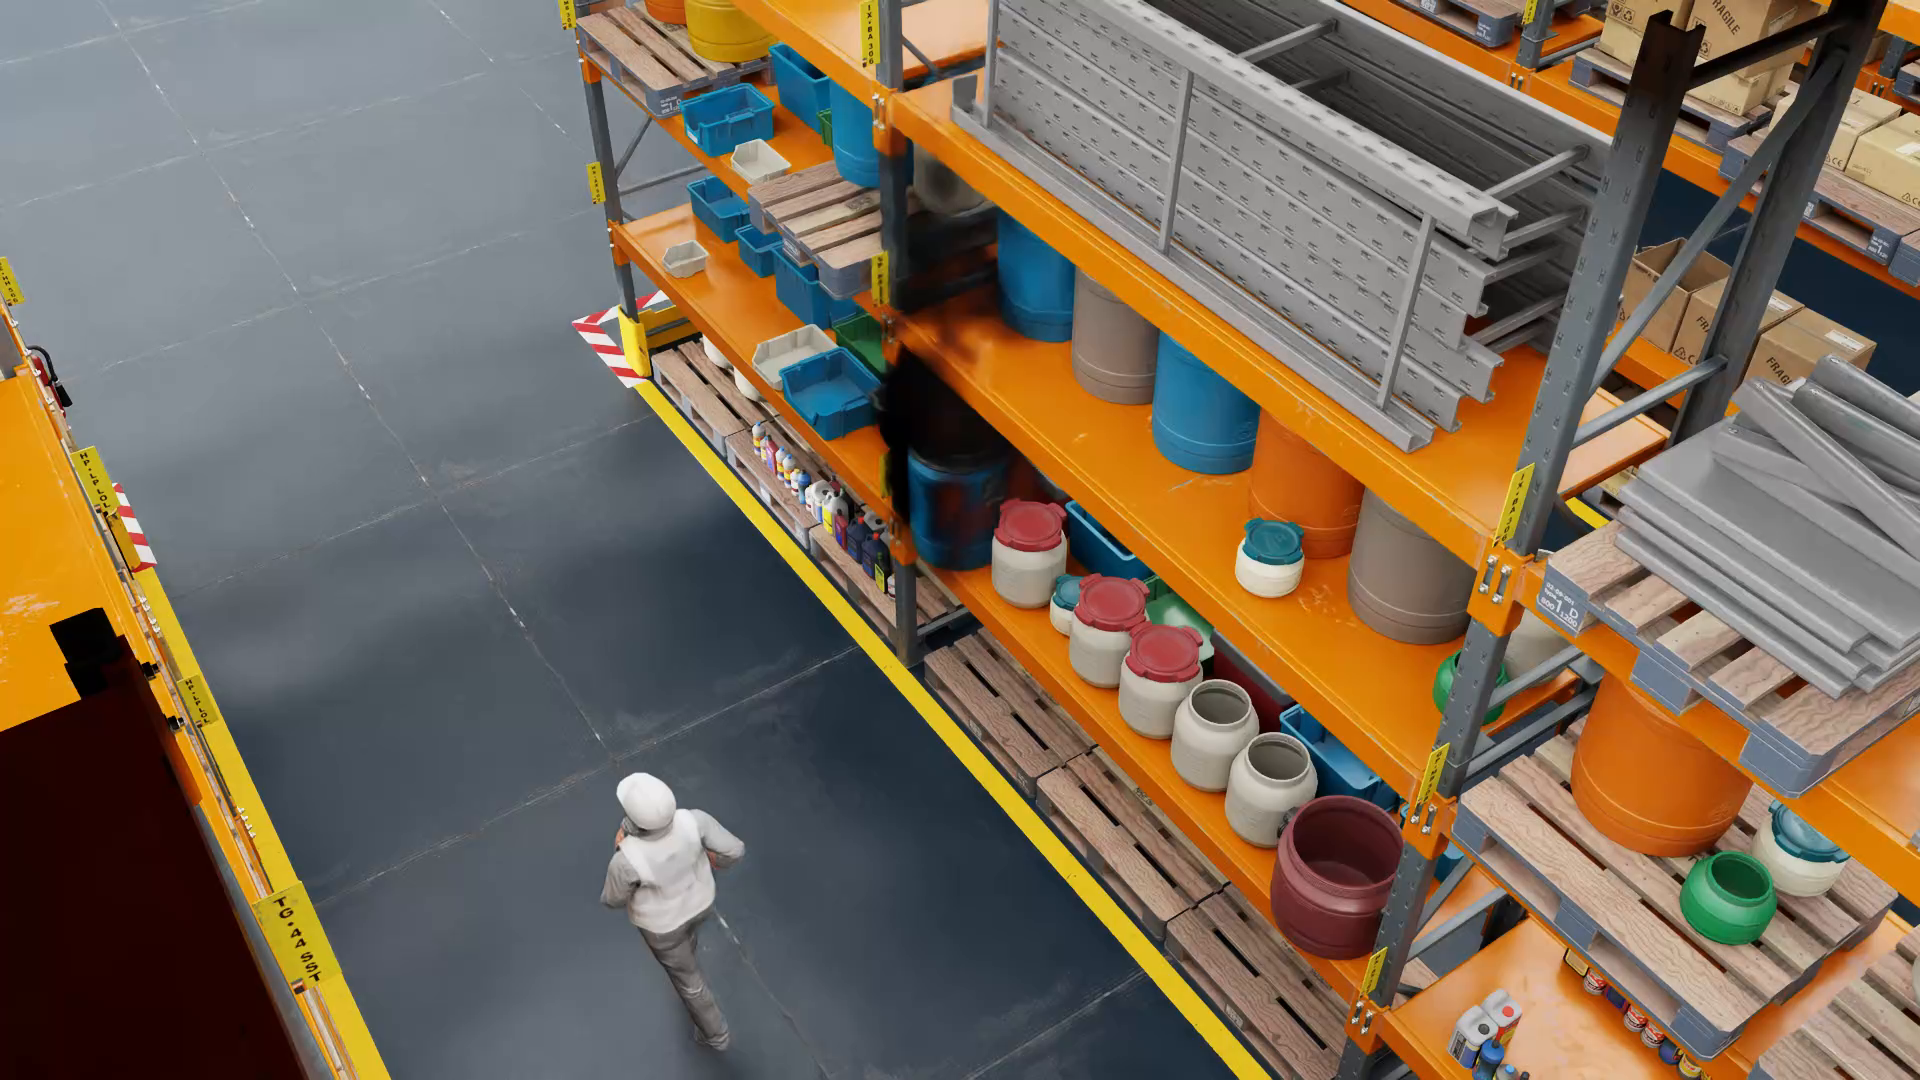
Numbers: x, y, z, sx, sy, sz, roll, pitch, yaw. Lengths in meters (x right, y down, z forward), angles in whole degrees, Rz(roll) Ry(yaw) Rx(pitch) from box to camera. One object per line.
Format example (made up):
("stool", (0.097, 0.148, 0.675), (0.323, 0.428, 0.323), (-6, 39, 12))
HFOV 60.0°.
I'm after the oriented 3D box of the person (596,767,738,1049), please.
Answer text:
("person", (-1.443, 1.745, 8.121), (0.664, 1.823, 0.836), (-33, 52, -31))
